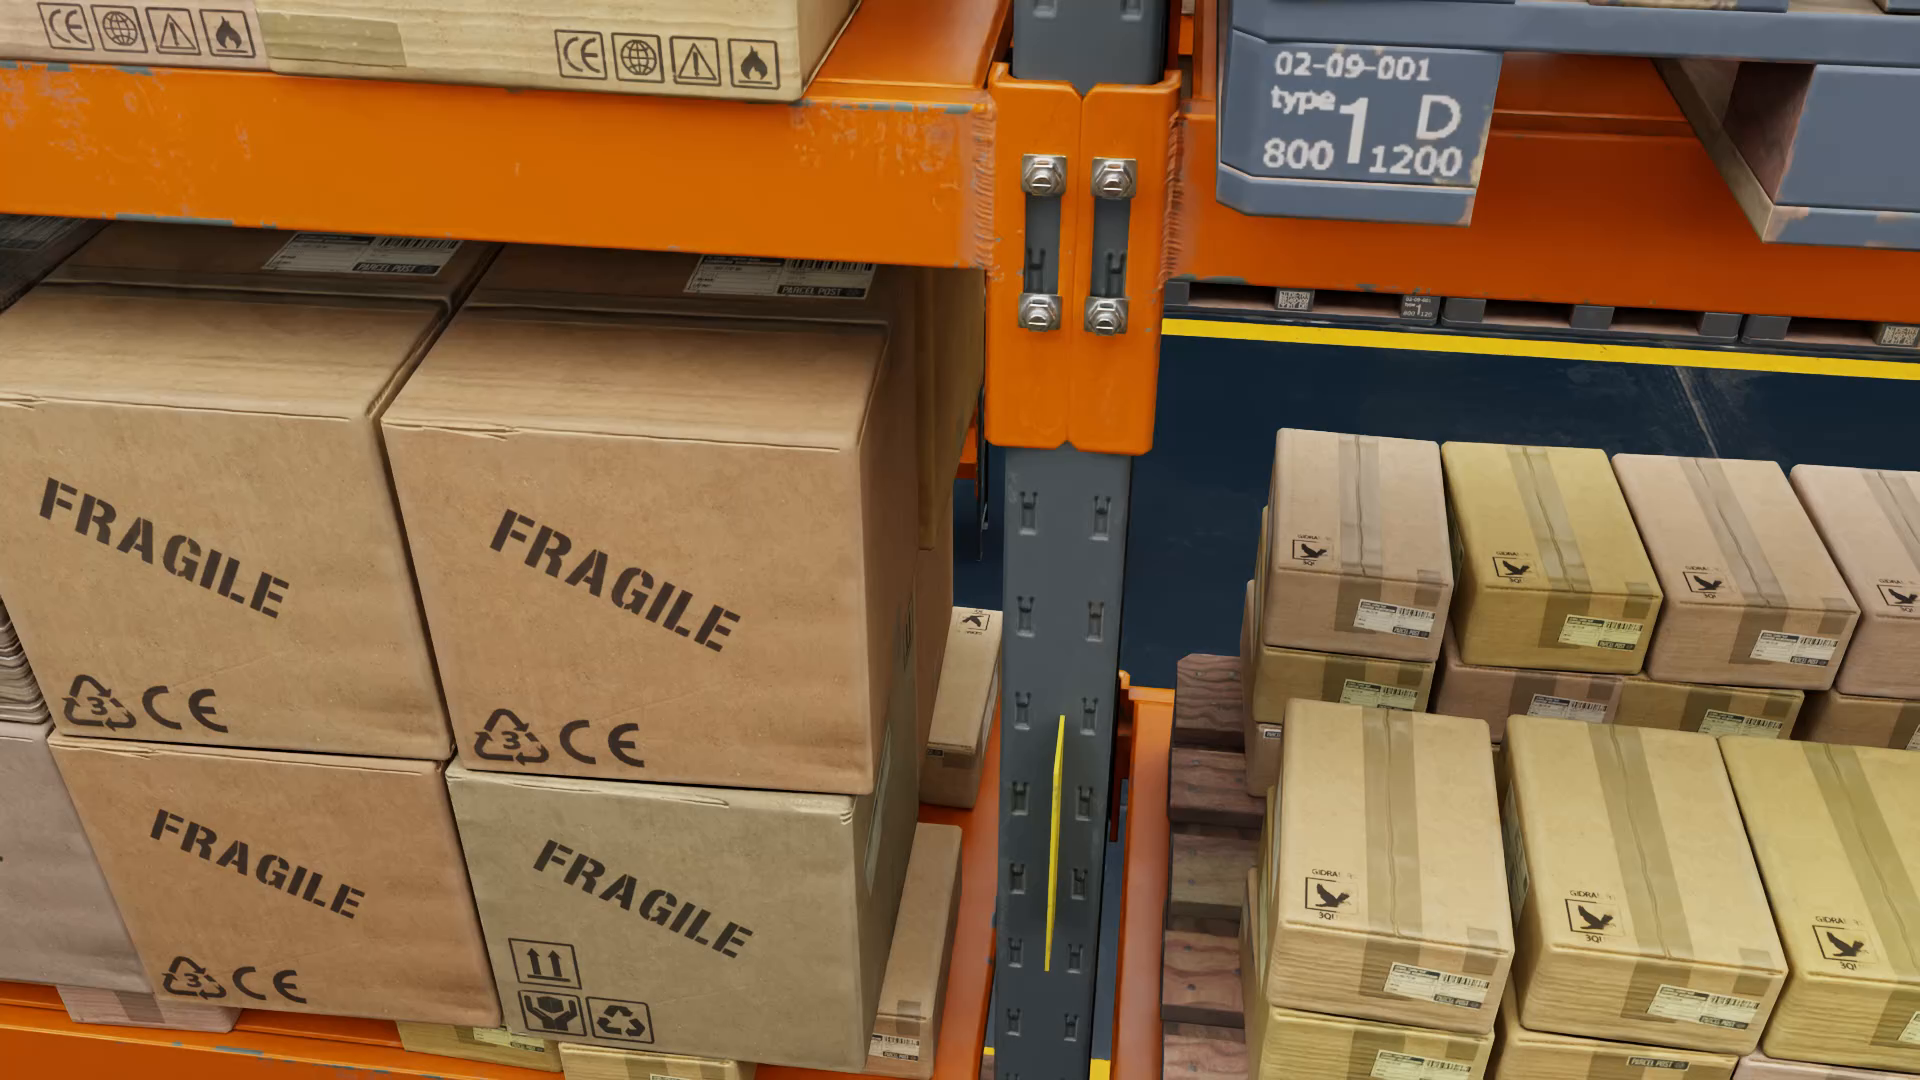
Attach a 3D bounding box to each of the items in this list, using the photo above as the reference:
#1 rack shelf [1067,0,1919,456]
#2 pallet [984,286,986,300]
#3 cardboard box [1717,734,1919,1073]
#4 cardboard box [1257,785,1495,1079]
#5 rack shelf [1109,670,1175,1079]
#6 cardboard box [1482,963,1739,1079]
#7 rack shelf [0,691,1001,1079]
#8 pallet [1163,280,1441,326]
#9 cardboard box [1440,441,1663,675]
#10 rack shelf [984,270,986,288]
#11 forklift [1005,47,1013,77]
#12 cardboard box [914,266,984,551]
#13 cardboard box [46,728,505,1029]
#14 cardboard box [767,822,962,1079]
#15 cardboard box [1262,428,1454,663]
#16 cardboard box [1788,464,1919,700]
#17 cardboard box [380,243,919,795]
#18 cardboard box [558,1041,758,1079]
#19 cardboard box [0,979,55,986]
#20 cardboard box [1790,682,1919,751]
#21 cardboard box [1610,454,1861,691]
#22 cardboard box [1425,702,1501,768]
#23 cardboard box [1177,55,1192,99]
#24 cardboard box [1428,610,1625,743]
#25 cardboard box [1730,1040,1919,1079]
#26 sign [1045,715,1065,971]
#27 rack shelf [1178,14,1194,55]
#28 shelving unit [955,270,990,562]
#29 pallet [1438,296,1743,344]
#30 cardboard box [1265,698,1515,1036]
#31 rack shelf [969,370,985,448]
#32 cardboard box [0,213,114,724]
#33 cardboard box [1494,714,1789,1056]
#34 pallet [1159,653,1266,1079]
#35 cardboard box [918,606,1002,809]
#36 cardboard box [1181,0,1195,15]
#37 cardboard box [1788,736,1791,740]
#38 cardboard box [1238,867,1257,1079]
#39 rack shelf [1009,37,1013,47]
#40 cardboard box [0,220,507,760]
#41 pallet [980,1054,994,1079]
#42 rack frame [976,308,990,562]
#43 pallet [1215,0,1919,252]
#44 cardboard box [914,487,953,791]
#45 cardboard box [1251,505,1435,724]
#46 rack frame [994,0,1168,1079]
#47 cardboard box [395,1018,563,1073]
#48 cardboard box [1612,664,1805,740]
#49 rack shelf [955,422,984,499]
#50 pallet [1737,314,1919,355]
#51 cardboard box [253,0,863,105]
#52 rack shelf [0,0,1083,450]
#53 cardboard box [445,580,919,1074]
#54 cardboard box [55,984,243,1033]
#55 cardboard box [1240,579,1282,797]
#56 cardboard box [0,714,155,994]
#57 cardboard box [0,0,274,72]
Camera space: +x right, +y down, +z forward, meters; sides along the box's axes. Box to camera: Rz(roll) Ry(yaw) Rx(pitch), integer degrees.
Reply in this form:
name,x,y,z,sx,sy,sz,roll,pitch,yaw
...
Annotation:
name,x,y,z,sx,sy,sz,roll,pitch,yaw
rack shelf,2.155,-0.387,1.747,4.000,0.370,1.077,4,36,6
pallet,-0.043,-1.433,7.576,1.213,0.211,1.003,4,36,6
cardboard box,1.035,0.414,1.930,0.250,0.149,0.380,5,36,6
cardboard box,0.503,0.498,2.069,0.250,0.149,0.380,5,36,7
rack shelf,2.155,0.834,2.618,4.000,0.370,1.077,4,36,6
cardboard box,0.761,0.516,2.044,0.250,0.149,0.380,4,36,5
rack shelf,-1.813,0.538,3.033,4.000,0.370,1.077,4,36,6
pallet,1.476,-1.318,7.415,1.213,0.211,1.003,4,36,6
cardboard box,0.861,0.019,2.484,0.250,0.149,0.380,3,36,5
rack shelf,-0.164,-0.820,5.190,0.480,0.148,0.258,4,36,6
forklift,1.788,-3.808,8.563,3.031,2.935,1.130,4,36,5
cardboard box,-0.245,-0.349,2.454,0.500,0.500,0.500,5,36,7
cardboard box,-0.859,0.319,2.378,0.500,0.500,0.500,3,36,5
cardboard box,-0.142,0.609,2.530,0.250,0.149,0.380,4,36,5
cardboard box,0.594,0.000,2.511,0.250,0.149,0.380,6,36,8
cardboard box,1.377,0.059,2.428,0.250,0.149,0.380,4,36,6
cardboard box,-0.329,-0.054,2.041,0.500,0.500,0.500,3,36,4
cardboard box,-0.411,0.653,2.469,0.250,0.149,0.380,3,36,5
cardboard box,-1.440,0.513,2.665,0.250,0.149,0.380,4,36,5
cardboard box,1.370,0.176,2.520,0.250,0.149,0.380,3,36,4
cardboard box,1.117,0.039,2.455,0.250,0.149,0.380,3,36,4
cardboard box,0.848,0.259,2.660,0.250,0.149,0.380,4,36,6
cardboard box,1.327,-1.773,7.119,0.875,0.875,0.875,5,36,7
cardboard box,0.853,0.138,2.573,0.250,0.149,0.380,4,36,6
cardboard box,1.017,0.535,2.018,0.250,0.149,0.380,5,36,7
sign,0.110,0.354,1.926,0.005,0.325,0.100,4,36,6
rack shelf,2.685,-2.026,6.625,4.000,0.370,1.077,4,36,6
shelving unit,-0.164,-0.501,5.419,0.503,1.200,0.258,4,36,6
pallet,2.690,-1.229,7.290,1.213,0.211,1.003,4,36,6
cardboard box,0.503,0.377,1.983,0.250,0.149,0.380,6,36,8
rack shelf,-0.164,-0.446,5.458,0.480,0.148,0.258,4,36,6
cardboard box,-1.349,-0.136,2.155,0.500,0.500,0.500,5,36,7
cardboard box,0.781,0.394,1.959,0.250,0.149,0.380,5,36,7
pallet,0.911,0.612,2.476,1.213,0.211,1.003,4,36,6
cardboard box,-0.068,0.286,2.983,0.250,0.149,0.380,6,36,8
cardboard box,1.104,-2.221,6.408,0.500,0.250,0.500,3,36,5
cardboard box,1.344,0.297,2.606,0.250,0.149,0.380,3,36,4
cardboard box,0.503,0.619,2.156,0.250,0.149,0.380,3,36,4
rack shelf,-1.282,-2.322,7.040,4.000,0.370,1.077,4,36,6
cardboard box,-0.843,-0.090,2.091,0.500,0.500,0.500,3,36,4
pallet,-0.499,1.499,3.468,1.213,0.211,1.003,4,36,6
rack frame,0.078,-0.483,5.393,0.015,1.200,0.240,4,36,6
pallet,0.770,-0.644,1.650,1.003,0.211,1.213,4,36,6
cardboard box,-0.288,0.050,2.756,0.500,0.500,0.500,4,36,5
cardboard box,0.591,0.119,2.600,0.250,0.149,0.380,5,36,7
rack frame,0.171,0.395,2.614,0.053,2.616,0.949,4,36,6
cardboard box,-0.669,0.599,2.545,0.250,0.149,0.380,6,36,8
cardboard box,1.098,0.158,2.545,0.250,0.149,0.380,6,36,8
rack shelf,-0.164,-0.284,5.573,0.480,0.148,0.258,4,36,6
pallet,3.896,-1.137,7.162,1.213,0.211,1.003,4,36,6
cardboard box,-0.350,-0.647,1.622,0.500,0.250,0.500,5,36,7
rack shelf,-1.813,-0.683,2.162,4.000,0.370,1.077,4,36,6
cardboard box,-0.345,0.358,2.323,0.500,0.500,0.500,4,36,6
cardboard box,-1.195,0.563,2.596,0.250,0.149,0.380,3,36,4
cardboard box,0.590,0.240,2.686,0.250,0.149,0.380,3,36,5
cardboard box,-1.353,0.282,2.431,0.500,0.500,0.500,4,36,6
cardboard box,-0.844,-0.691,1.683,0.500,0.250,0.500,4,36,6
